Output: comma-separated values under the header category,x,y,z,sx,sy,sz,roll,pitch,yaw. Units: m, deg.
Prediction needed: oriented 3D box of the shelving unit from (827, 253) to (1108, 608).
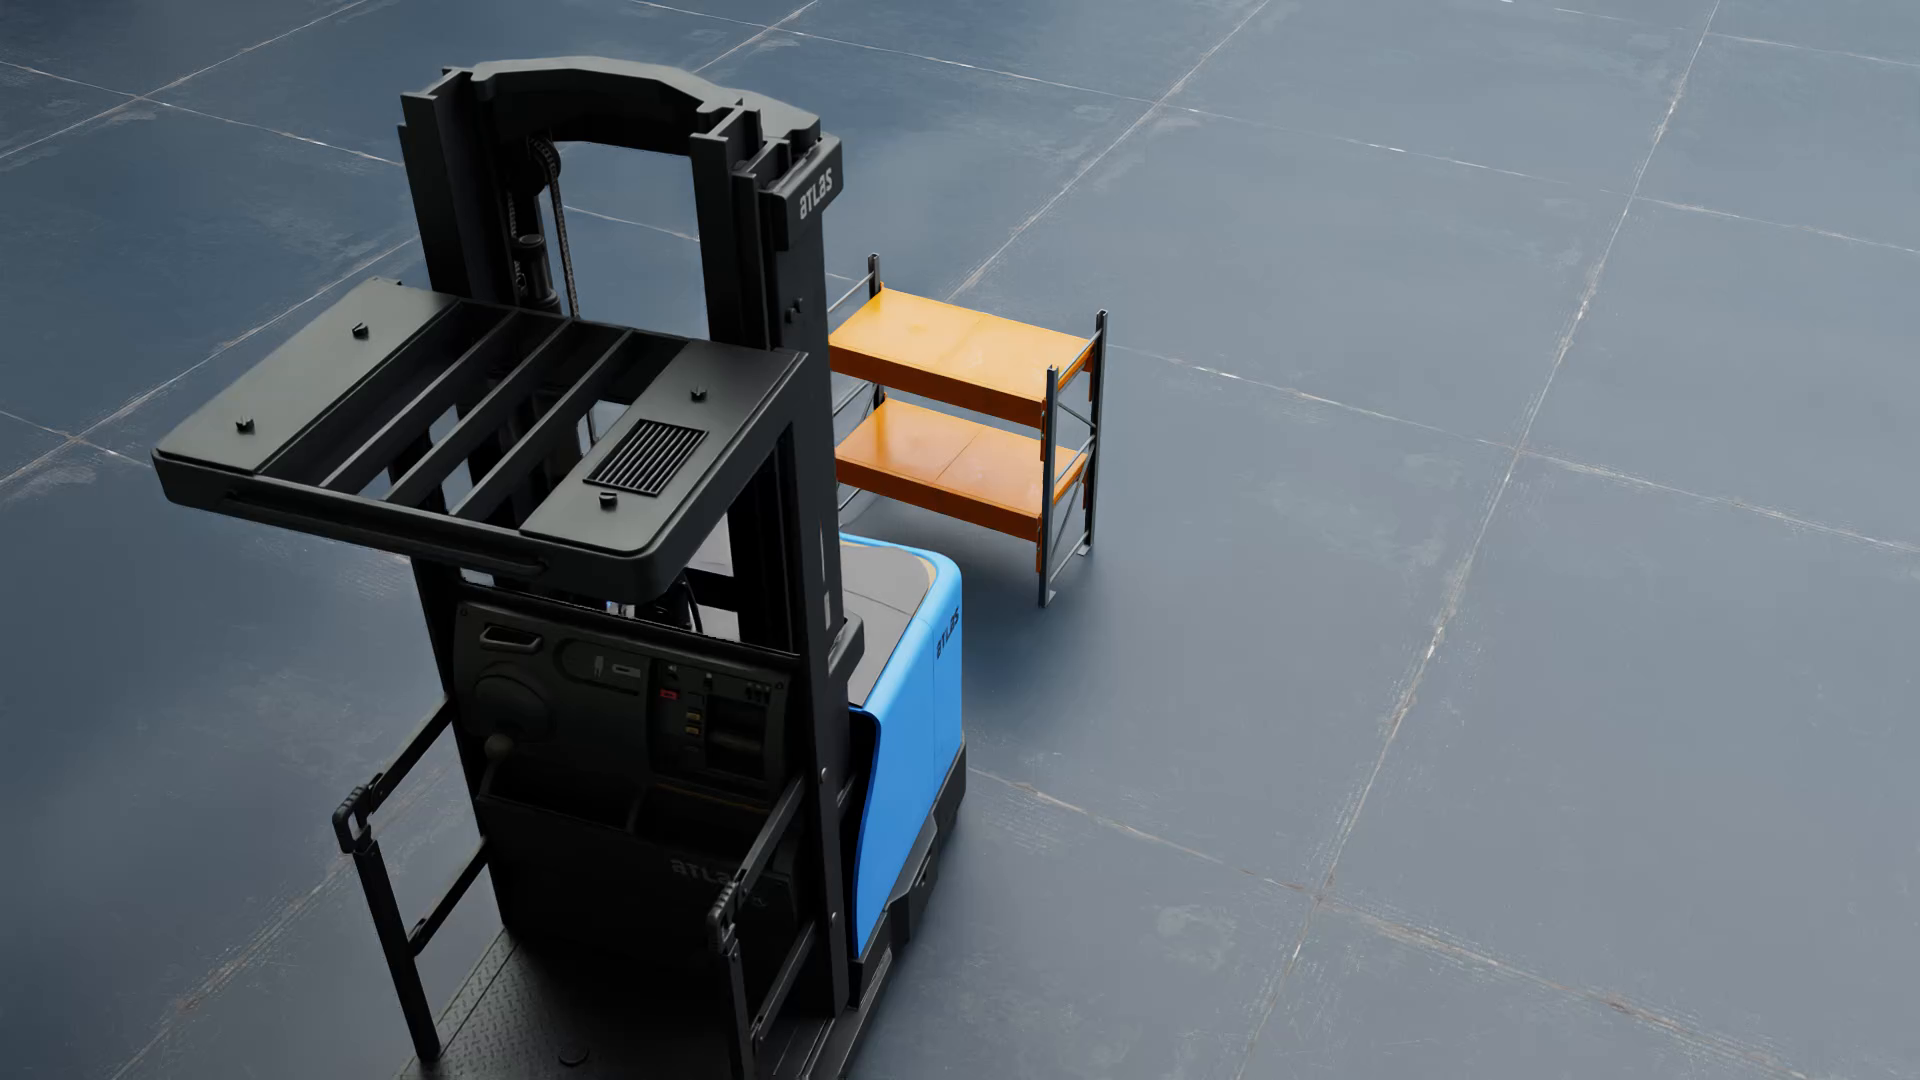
category,x,y,z,sx,sy,sz,roll,pitch,yaw
shelving unit,-0.006,-0.450,6.785,1.048,1.125,0.538,17,41,21

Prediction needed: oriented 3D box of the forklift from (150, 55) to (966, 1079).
category,x,y,z,sx,sy,sz,roll,pitch,yaw
forklift,-0.931,0.491,4.051,1.130,2.935,3.031,11,39,15

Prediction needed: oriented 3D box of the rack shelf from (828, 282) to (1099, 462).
category,x,y,z,sx,sy,sz,roll,pitch,yaw
rack shelf,-0.006,-0.683,6.608,1.000,0.278,0.538,17,41,21

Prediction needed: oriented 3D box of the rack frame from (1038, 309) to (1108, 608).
category,x,y,z,sx,sy,sz,roll,pitch,yaw
rack frame,0.445,-0.309,6.599,0.032,1.125,0.500,17,41,21

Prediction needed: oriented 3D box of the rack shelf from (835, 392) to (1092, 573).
category,x,y,z,sx,sy,sz,roll,pitch,yaw
rack shelf,-0.006,-0.255,6.933,1.000,0.278,0.538,17,41,21

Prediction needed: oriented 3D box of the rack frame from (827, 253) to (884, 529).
category,x,y,z,sx,sy,sz,roll,pitch,yaw
rack frame,-0.457,-0.591,6.971,0.032,1.125,0.500,17,41,21
